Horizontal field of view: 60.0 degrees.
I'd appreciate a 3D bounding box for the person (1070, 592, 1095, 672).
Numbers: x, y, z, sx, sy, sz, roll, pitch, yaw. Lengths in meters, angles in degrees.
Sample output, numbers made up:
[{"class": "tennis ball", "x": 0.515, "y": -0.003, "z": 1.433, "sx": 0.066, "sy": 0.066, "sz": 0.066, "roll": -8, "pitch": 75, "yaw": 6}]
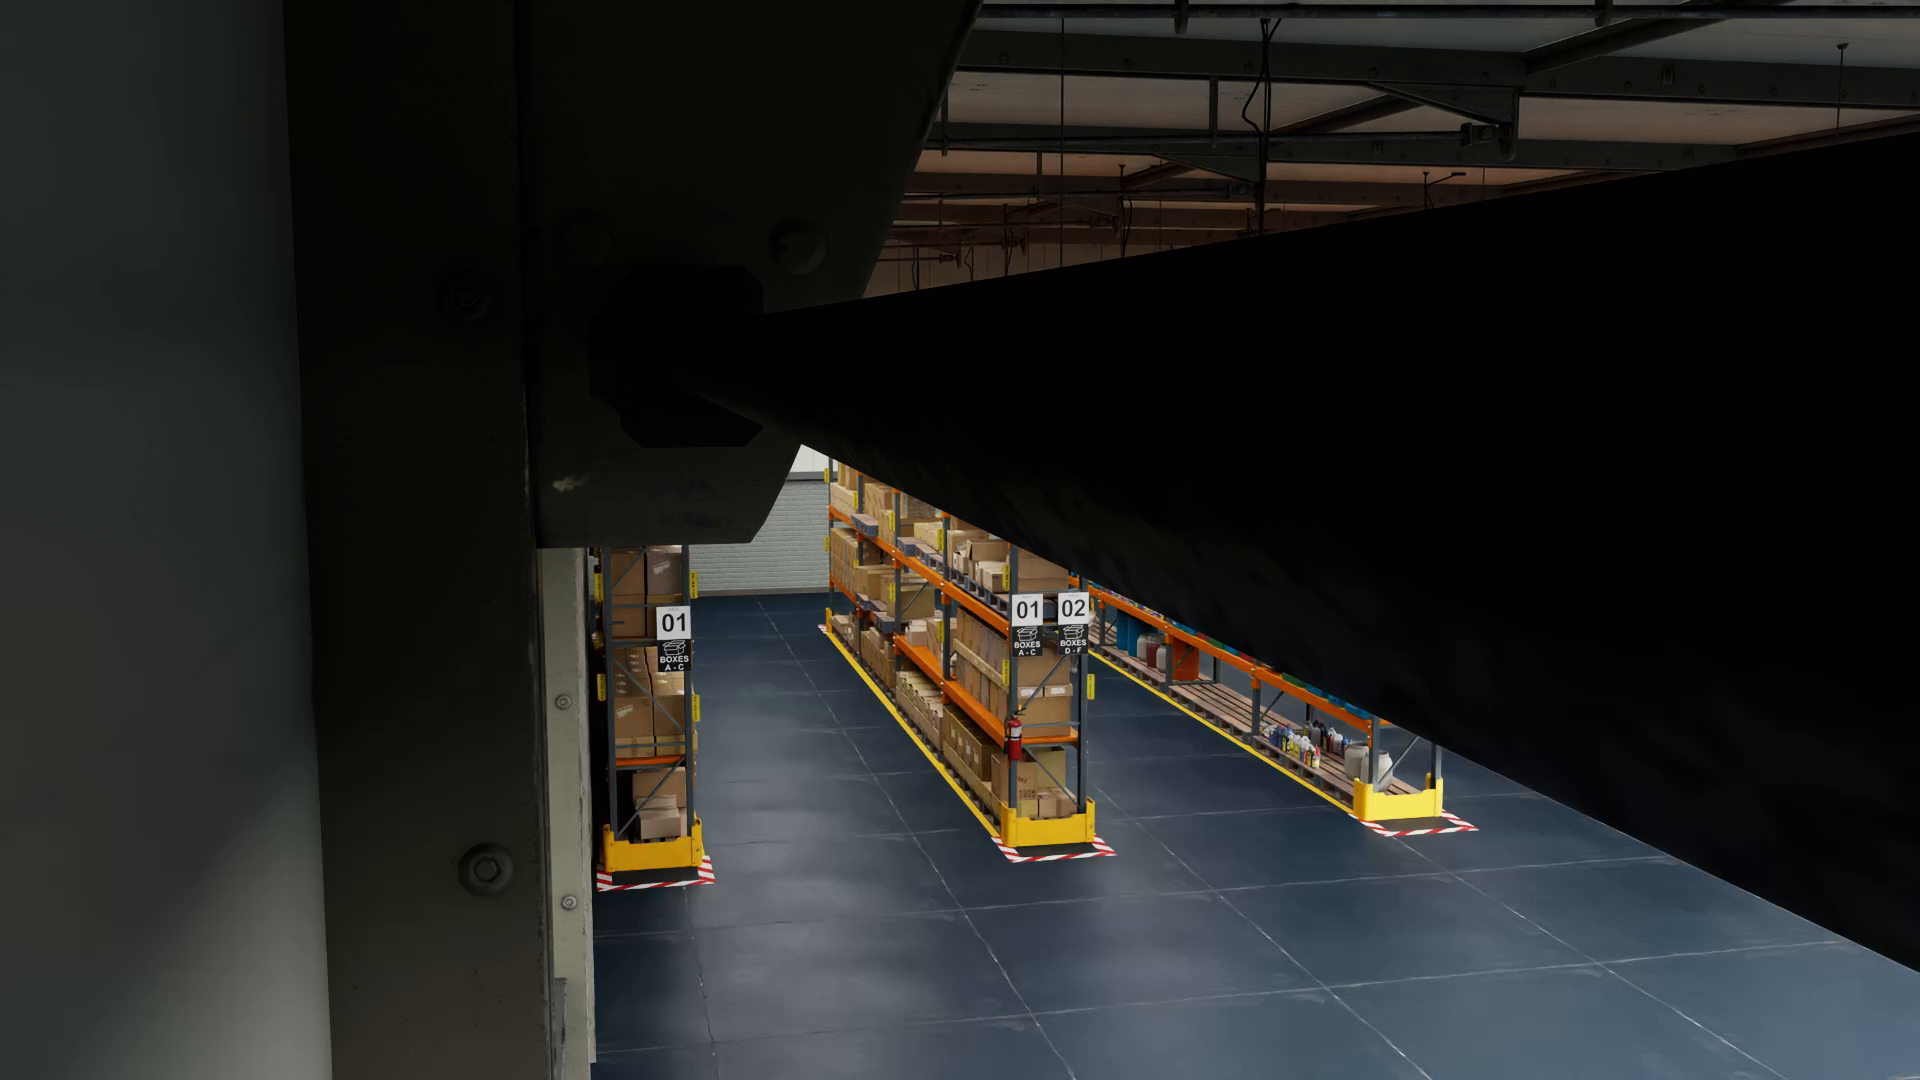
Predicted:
[{"class": "person", "x": 2.252, "y": 1.764, "z": 31.827, "sx": 0.656, "sy": 1.608, "sz": 0.697, "roll": 0, "pitch": 7, "yaw": -2}]
